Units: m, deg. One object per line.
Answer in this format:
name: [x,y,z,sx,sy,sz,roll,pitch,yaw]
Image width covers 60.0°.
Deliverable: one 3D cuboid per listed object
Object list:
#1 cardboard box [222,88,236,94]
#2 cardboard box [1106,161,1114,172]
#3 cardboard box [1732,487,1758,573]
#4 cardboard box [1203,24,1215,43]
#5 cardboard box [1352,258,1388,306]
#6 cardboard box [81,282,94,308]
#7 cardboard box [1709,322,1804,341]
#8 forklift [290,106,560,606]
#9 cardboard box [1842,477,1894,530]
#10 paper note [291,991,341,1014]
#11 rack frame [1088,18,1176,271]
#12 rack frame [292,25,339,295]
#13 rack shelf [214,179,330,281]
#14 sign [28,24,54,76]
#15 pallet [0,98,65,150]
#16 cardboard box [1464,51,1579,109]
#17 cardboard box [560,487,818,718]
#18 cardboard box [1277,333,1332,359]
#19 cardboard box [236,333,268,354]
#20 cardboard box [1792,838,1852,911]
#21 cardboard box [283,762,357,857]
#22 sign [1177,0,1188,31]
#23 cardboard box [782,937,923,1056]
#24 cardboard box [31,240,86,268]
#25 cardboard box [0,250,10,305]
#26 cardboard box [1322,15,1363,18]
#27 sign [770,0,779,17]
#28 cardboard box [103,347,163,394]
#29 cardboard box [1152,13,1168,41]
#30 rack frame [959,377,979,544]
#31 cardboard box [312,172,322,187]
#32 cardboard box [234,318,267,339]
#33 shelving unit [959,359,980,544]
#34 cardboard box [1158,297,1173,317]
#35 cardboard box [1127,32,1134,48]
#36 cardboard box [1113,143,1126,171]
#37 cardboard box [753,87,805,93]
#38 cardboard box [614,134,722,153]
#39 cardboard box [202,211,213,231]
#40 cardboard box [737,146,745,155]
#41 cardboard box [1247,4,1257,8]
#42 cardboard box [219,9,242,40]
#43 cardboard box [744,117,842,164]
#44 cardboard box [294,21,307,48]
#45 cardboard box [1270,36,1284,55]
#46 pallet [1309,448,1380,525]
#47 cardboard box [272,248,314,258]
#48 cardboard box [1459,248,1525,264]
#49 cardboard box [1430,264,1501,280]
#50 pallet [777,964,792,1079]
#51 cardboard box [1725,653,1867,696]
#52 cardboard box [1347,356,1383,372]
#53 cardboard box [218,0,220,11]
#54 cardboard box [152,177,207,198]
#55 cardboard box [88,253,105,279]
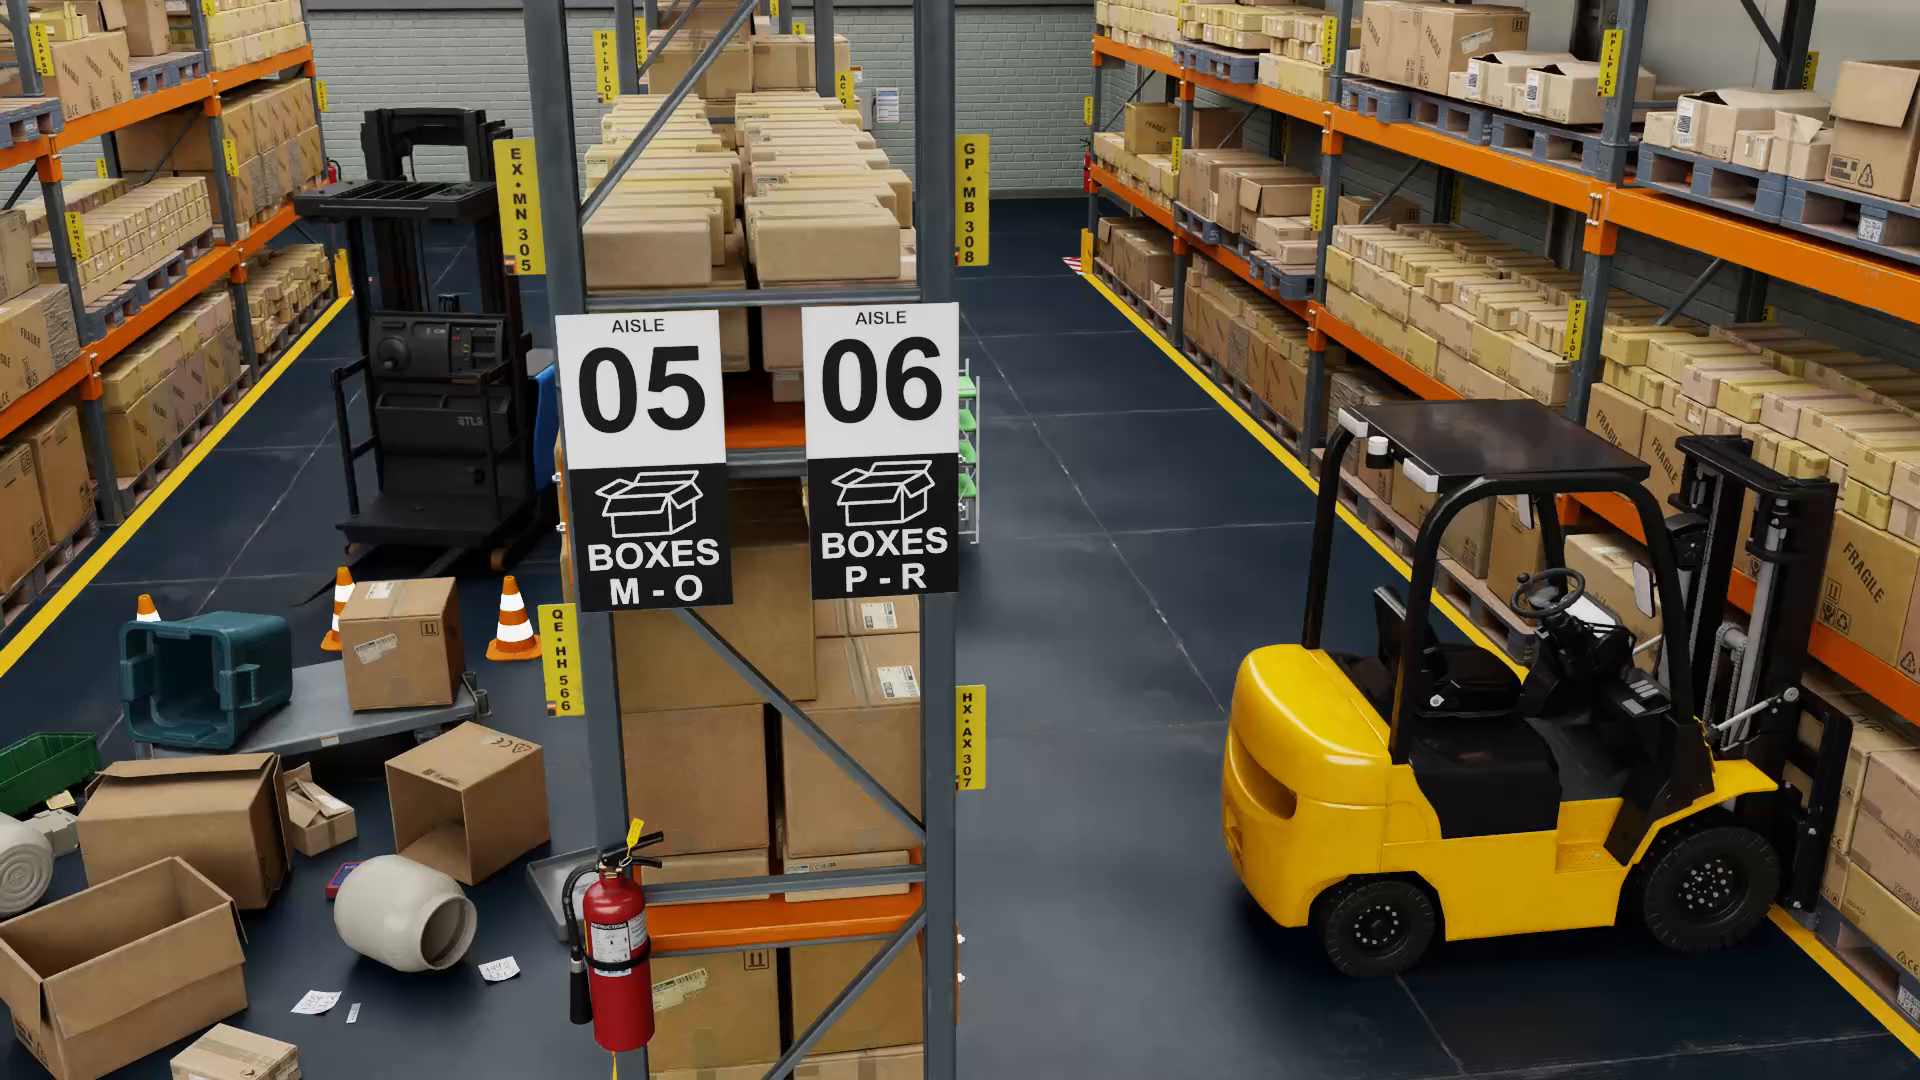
cardboard box: [-7.771,-4.392,17.192,0.500,0.500,0.500,-3,21,-9]
cardboard box: [1.949,-4.468,19.750,0.380,0.149,0.250,-2,21,-6]
cardboard box: [3.791,-0.169,7.739,0.500,0.500,0.500,-3,21,-8]
cardboard box: [2.405,-4.555,14.954,0.380,0.149,0.250,-3,21,-7]
cardboard box: [3.137,-1.853,11.891,0.500,0.250,0.500,-2,21,-6]
cardboard box: [-6.416,-1.737,11.838,0.380,0.149,0.250,-3,21,-9]
cardboard box: [4.165,-1.039,8.715,0.380,0.149,0.250,-3,21,-8]
forklift: [-3.538,-1.284,10.965,1.130,2.935,3.031,2,21,6]
cardboard box: [3.860,-0.158,6.783,0.380,0.149,0.250,-3,21,-7]
paper note: [-2.595,1.860,6.708,0.148,0.019,0.142,4,21,11]
rack frame: [2.090,-4.799,20.277,1.000,3.000,0.127,-3,21,-8]
rack frame: [-7.705,-4.262,18.841,1.000,3.000,0.127,-3,21,-8]
rack shelf: [-7.416,-3.233,17.113,1.077,0.370,4.000,-3,21,-8]
sign: [-6.001,-3.202,10.863,0.100,0.325,0.005,-3,21,-8]
pallet: [-6.406,-2.589,10.344,1.213,0.211,1.003,-2,21,-5]
cardboard box: [3.364,-2.755,9.902,0.500,0.311,0.500,-4,21,-10]
cardboard box: [-0.804,0.172,4.971,0.700,0.500,0.500,-3,21,-9]
cardboard box: [2.852,-1.610,13.784,0.380,0.149,0.250,-4,21,-11]
cardboard box: [-6.863,-1.881,15.939,0.380,0.149,0.250,-4,21,-10]
cardboard box: [3.891,1.339,7.173,0.500,0.250,0.500,-3,21,-7]
cardboard box: [-3.098,1.279,7.912,0.396,0.266,0.258,17,27,39]
sign: [2.131,-5.031,15.873,0.100,0.325,0.005,-3,21,-8]
cardboard box: [-0.361,1.431,5.855,0.500,0.500,0.500,-4,21,-10]
cardboard box: [-6.427,-2.021,11.750,0.380,0.149,0.250,-3,21,-8]
cardboard box: [-6.422,-1.677,10.346,0.700,0.500,0.500,-3,21,-9]
cardboard box: [3.222,-4.267,13.785,0.380,0.149,0.250,-3,21,-8]
sign: [-1.709,-4.988,15.307,0.100,0.325,0.005,-3,21,-8]
cardboard box: [-6.484,-1.296,12.800,0.500,0.250,0.500,-3,21,-8]
cardboard box: [2.264,-5.222,16.912,0.500,0.250,0.500,-4,21,-10]
rack frame: [0.011,-0.535,11.433,0.240,1.200,0.015,-3,21,-8]
cardboard box: [-7.378,-4.046,18.621,0.380,0.149,0.250,-3,21,-8]
cardboard box: [-6.864,-2.020,15.886,0.380,0.149,0.250,-2,21,-5]
shelving unit: [-0.024,-0.619,11.660,0.258,1.200,0.503,-3,21,-8]
cardboard box: [2.296,-2.453,17.471,0.380,0.149,0.250,-4,21,-9]
cardboard box: [2.031,-5.428,18.035,0.380,0.149,0.250,-3,21,-8]
cardboard box: [2.038,-4.347,18.857,0.500,0.250,0.500,-3,21,-9]
cardboard box: [-0.853,-2.322,8.973,0.500,0.250,0.500,-3,21,-8]
cardboard box: [-1.063,-1.394,6.093,0.380,0.149,0.250,-3,21,-7]
cardboard box: [-6.875,-2.829,14.762,0.380,0.149,0.250,-3,21,-9]
cardboard box: [-0.687,-1.552,7.087,0.500,0.250,0.500,-3,21,-9]
cardboard box: [2.885,-4.898,15.448,0.380,0.149,0.250,-3,21,-7]
cardboard box: [-7.027,-4.798,15.488,0.500,0.250,0.500,-3,21,-8]
cardboard box: [-0.664,-1.595,6.631,0.380,0.149,0.250,-3,21,-9]
cardboard box: [-7.377,-5.453,17.957,0.500,0.250,0.500,-3,21,-9]
cardboard box: [2.795,-4.108,13.785,0.380,0.149,0.250,-2,21,-6]
pallet: [3.324,-0.435,12.580,1.003,0.211,1.213,-3,21,-8]
cardboard box: [-7.398,-3.142,18.465,0.380,0.149,0.250,-3,21,-7]
cardboard box: [3.681,-1.923,11.509,0.380,0.149,0.250,-3,21,-8]
cardboard box: [3.328,-1.723,10.972,0.380,0.149,0.250,-3,21,-8]
pallet: [-0.608,1.990,6.087,1.003,0.211,1.213,-3,21,-8]
cardboard box: [3.794,0.694,7.472,0.500,0.250,0.500,-3,21,-9]
cardboard box: [3.460,-1.215,13.653,0.500,0.500,0.500,-2,21,-6]
cardboard box: [-7.029,-4.926,15.261,0.380,0.149,0.250,-3,21,-8]
cardboard box: [-6.877,-3.106,14.654,0.380,0.149,0.250,-2,21,-5]
cardboard box: [-6.464,-1.982,12.070,0.380,0.149,0.250,-2,21,-5]
